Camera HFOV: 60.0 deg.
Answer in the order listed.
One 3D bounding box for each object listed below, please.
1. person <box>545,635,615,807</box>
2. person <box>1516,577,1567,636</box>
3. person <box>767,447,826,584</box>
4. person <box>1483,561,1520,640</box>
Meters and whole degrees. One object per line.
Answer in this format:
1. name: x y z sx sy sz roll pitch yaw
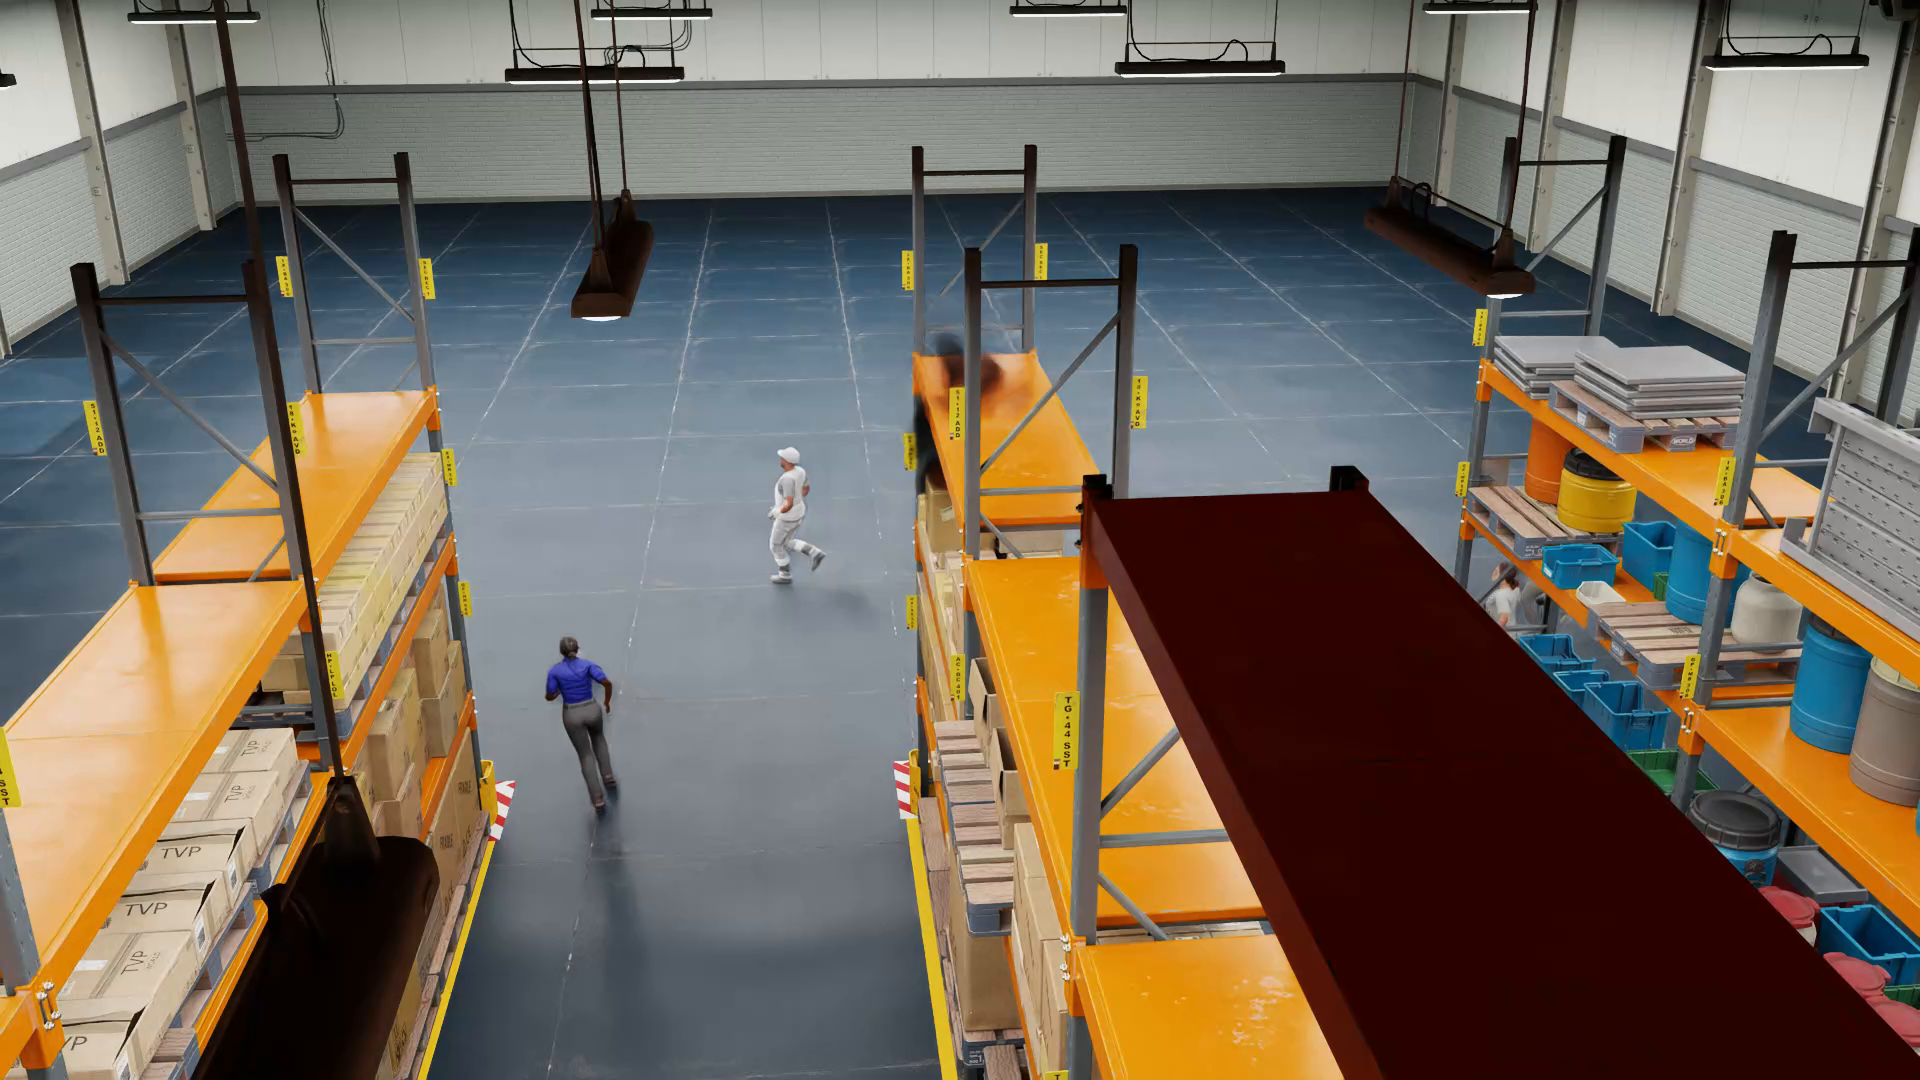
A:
1. person: -3.467 1.713 15.270 0.595 1.599 0.754 -9 23 -21
2. person: 6.614 0.335 18.601 0.593 1.653 0.583 7 23 17
3. person: -1.997 -0.277 19.987 0.704 1.749 0.643 7 23 17
4. person: 5.483 0.954 17.008 0.613 1.618 0.624 20 29 40
